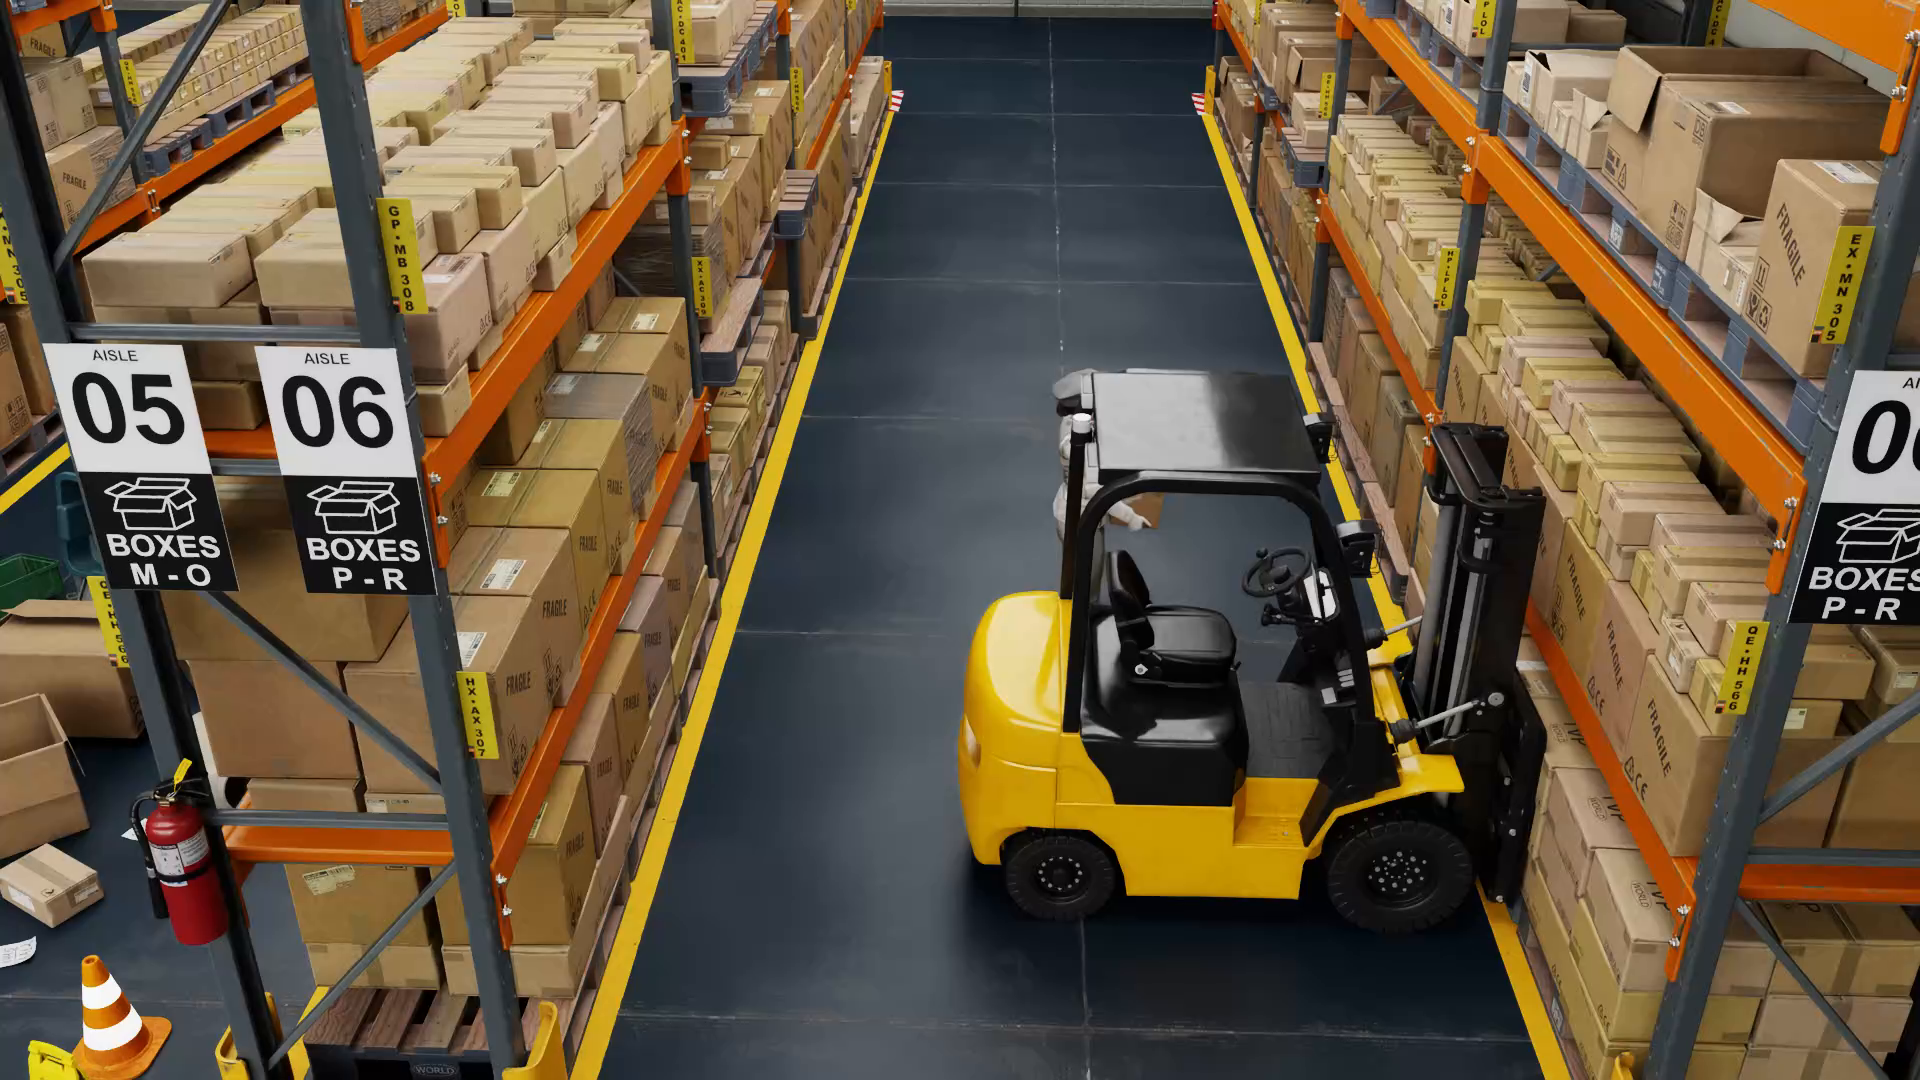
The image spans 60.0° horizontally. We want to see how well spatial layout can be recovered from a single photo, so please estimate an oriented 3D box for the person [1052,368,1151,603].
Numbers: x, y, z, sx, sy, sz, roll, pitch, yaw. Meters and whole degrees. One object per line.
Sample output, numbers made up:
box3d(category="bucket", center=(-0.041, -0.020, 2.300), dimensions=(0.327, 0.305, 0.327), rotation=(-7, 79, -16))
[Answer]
box3d(category="person", center=(0.733, -0.098, 8.783), dimensions=(0.532, 1.690, 0.459), rotation=(1, 28, 2))
